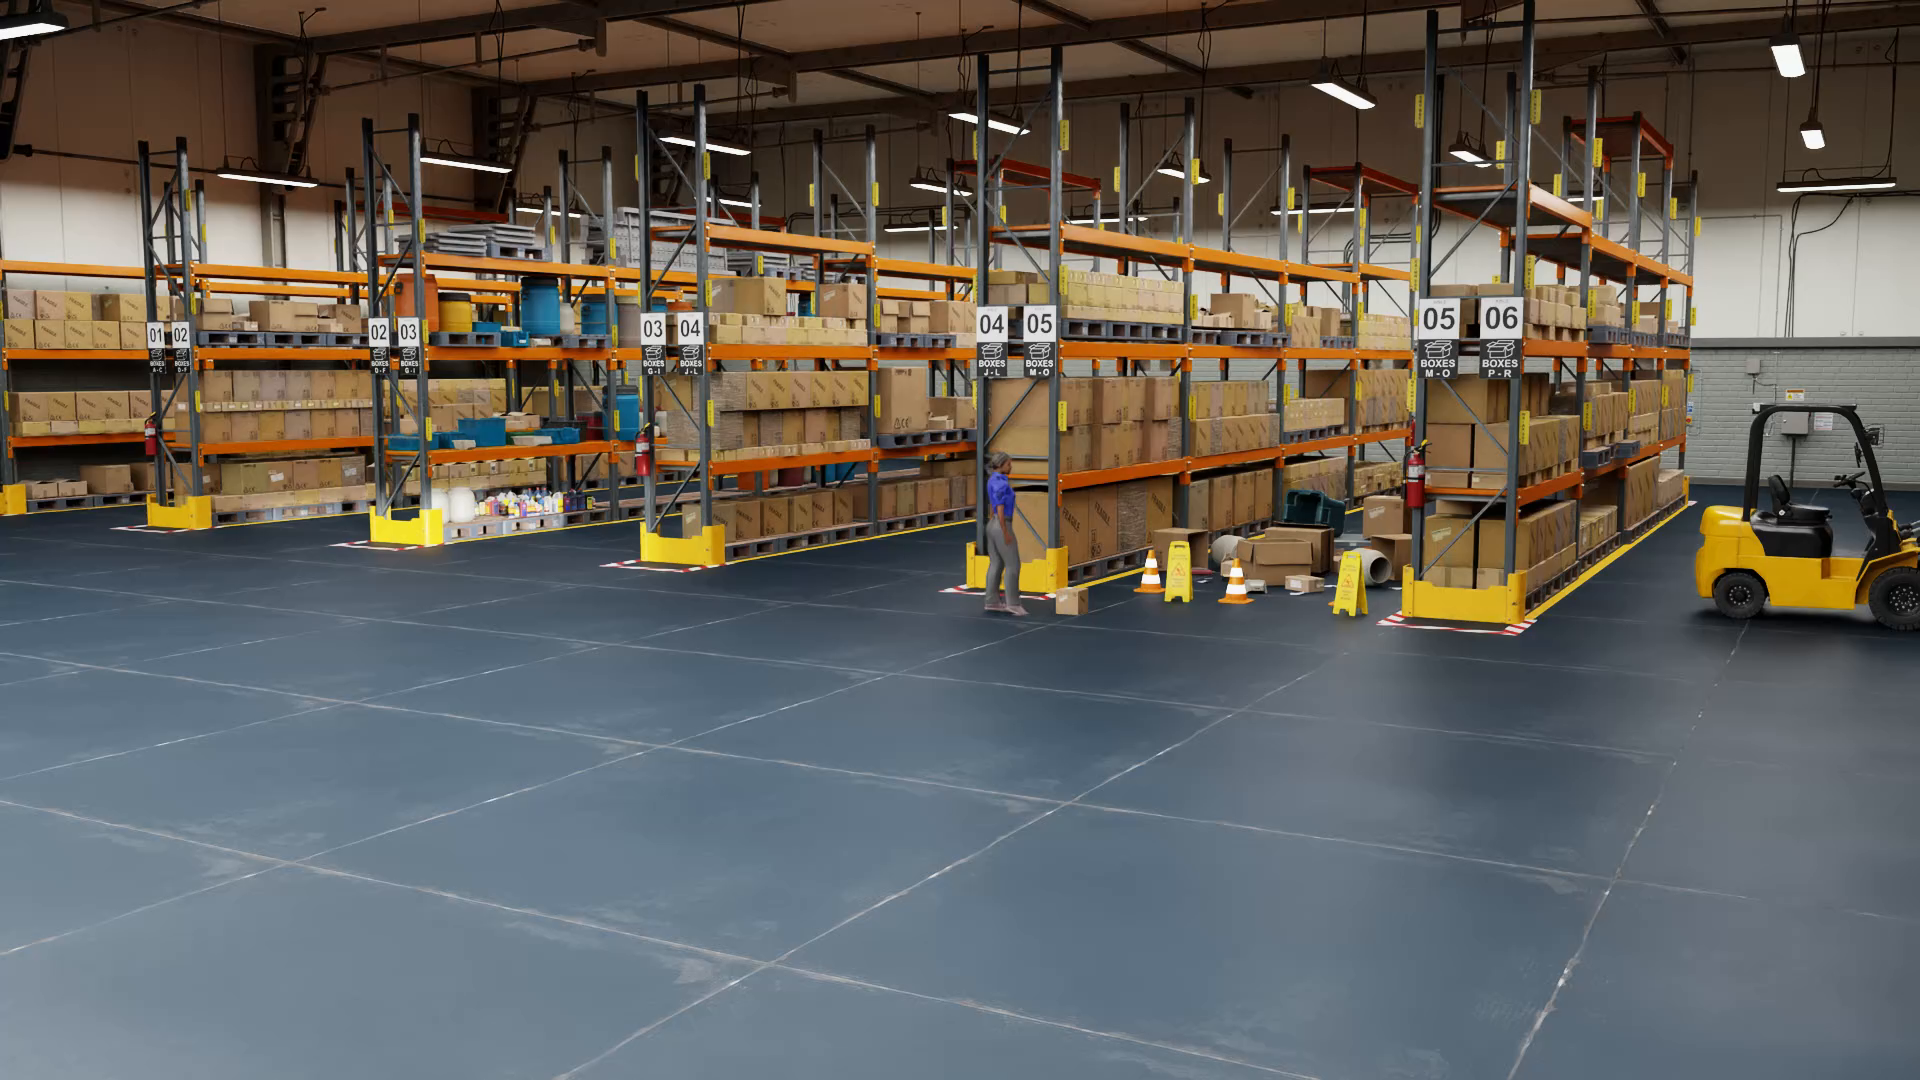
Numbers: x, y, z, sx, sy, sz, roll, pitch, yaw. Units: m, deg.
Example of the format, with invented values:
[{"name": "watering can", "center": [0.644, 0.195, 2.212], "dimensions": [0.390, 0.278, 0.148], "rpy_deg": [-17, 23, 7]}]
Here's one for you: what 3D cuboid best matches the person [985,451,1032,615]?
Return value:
[{"name": "person", "center": [0.490, -0.061, 17.107], "dimensions": [0.463, 1.711, 0.499], "rpy_deg": [-1, 6, -8]}]
